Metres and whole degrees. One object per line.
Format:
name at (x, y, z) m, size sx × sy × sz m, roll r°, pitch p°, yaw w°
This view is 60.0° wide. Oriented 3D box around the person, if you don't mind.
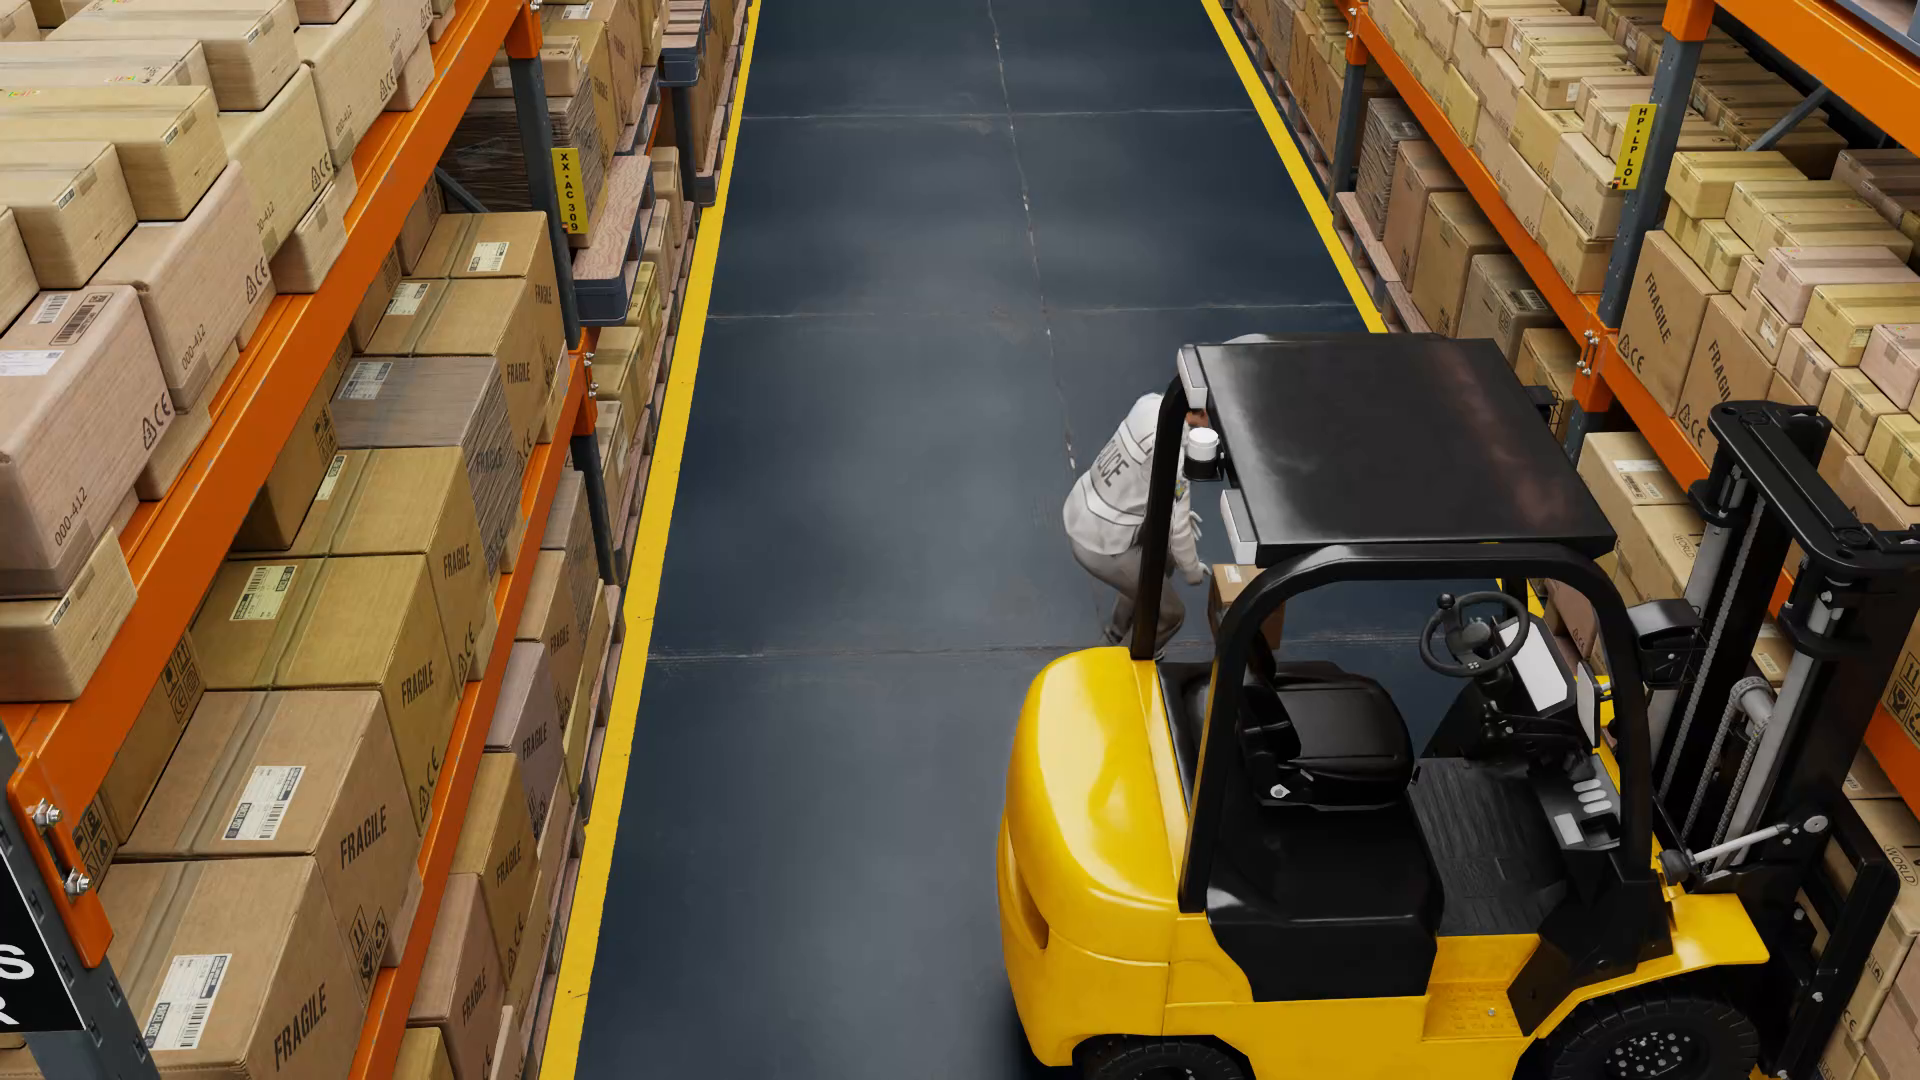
person at (0.730, -0.048, 6.424) m, size 0.673 × 1.430 × 0.534 m, roll -1°, pitch 35°, yaw -2°
